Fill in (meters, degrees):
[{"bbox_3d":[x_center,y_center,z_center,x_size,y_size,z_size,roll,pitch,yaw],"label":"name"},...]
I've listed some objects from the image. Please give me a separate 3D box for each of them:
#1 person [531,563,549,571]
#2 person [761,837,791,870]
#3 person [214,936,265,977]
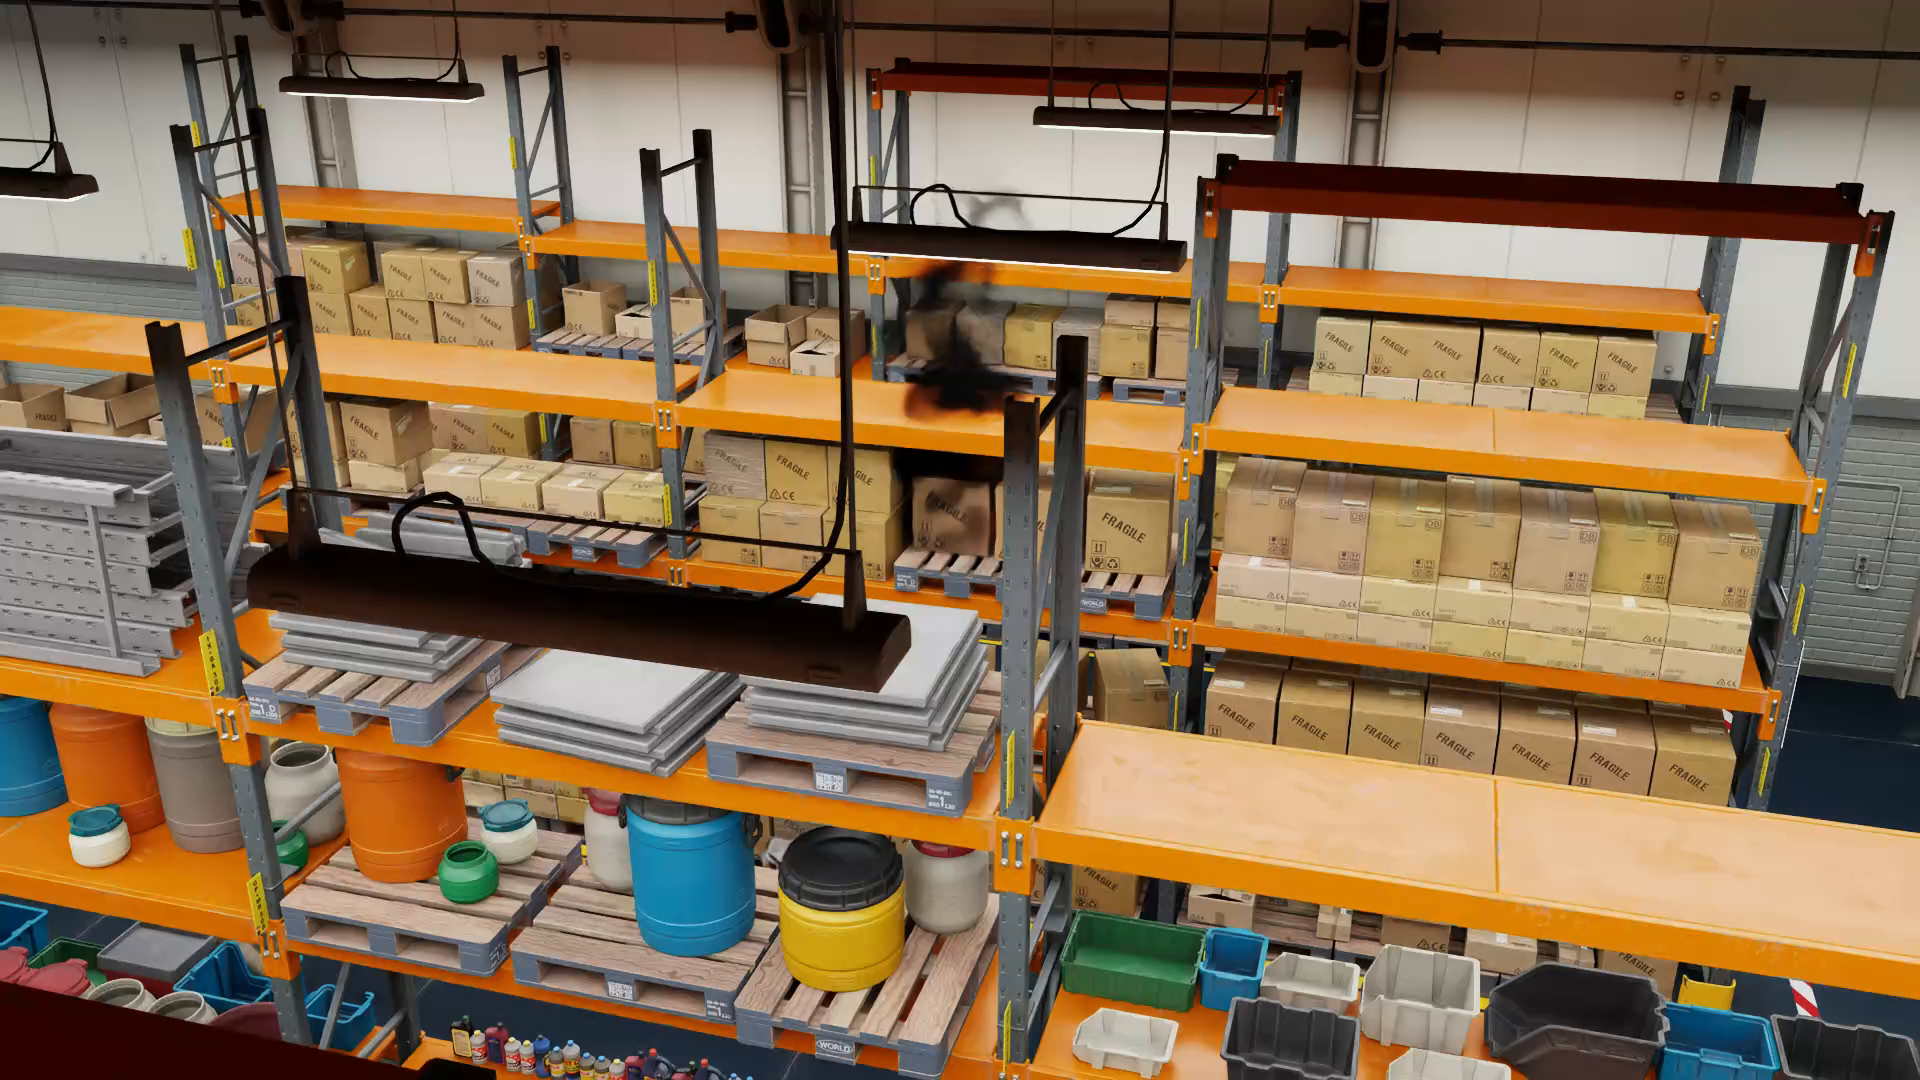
[{"bbox_3d":[-4.377,0.685,16.953,0.626,1.672,0.660,3,23,8],"label":"person"},{"bbox_3d":[-1.256,2.839,11.737,0.875,1.669,0.624,4,23,9],"label":"person"},{"bbox_3d":[-5.590,2.555,12.385,0.858,1.757,0.664,7,23,15],"label":"person"}]
